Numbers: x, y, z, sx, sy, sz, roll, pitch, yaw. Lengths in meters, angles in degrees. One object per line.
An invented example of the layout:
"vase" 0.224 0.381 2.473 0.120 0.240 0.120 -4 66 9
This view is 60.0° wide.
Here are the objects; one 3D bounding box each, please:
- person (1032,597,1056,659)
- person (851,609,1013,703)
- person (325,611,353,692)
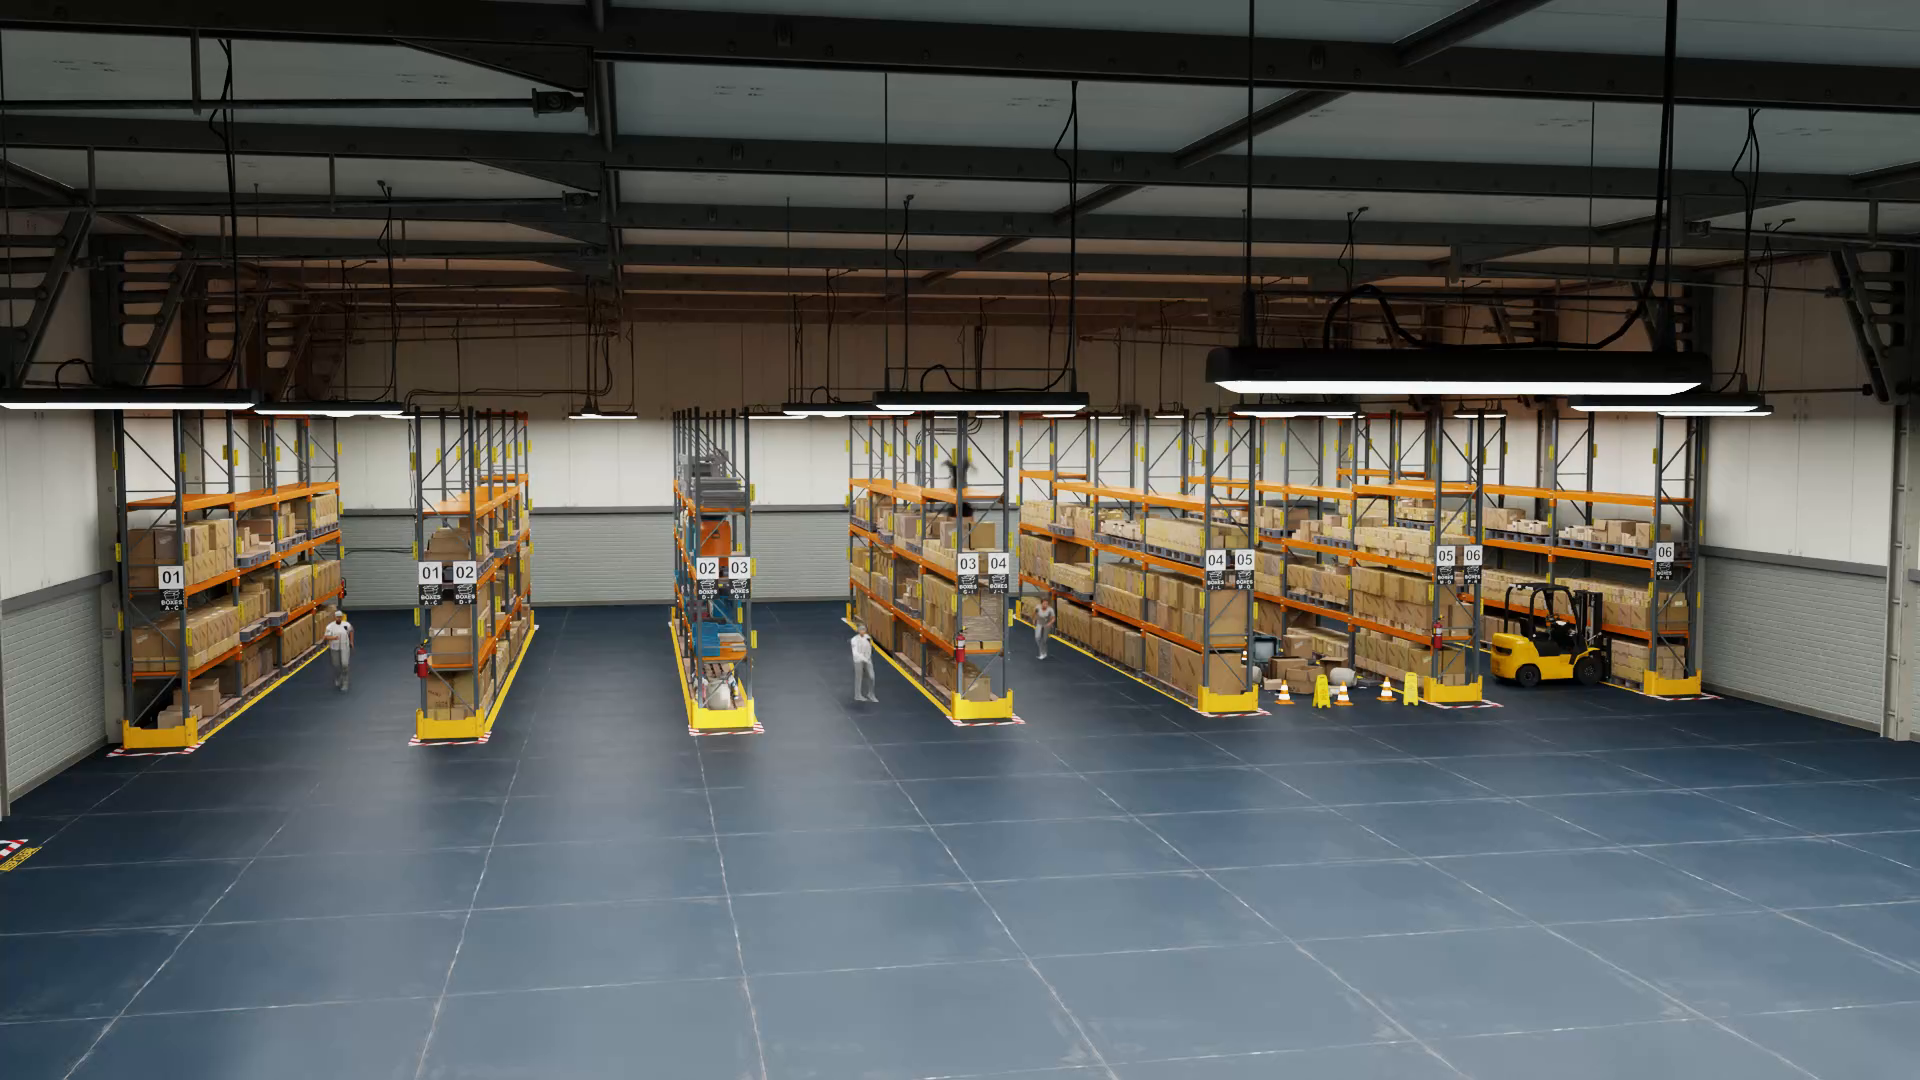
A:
"person" 2.042 2.088 40.188 0.587 1.495 1.023 1 4 7
"person" -0.684 2.323 33.101 1.858 2.082 3.299 -3 5 -35
"person" -13.275 2.364 35.566 0.552 1.723 0.842 -1 4 -17
